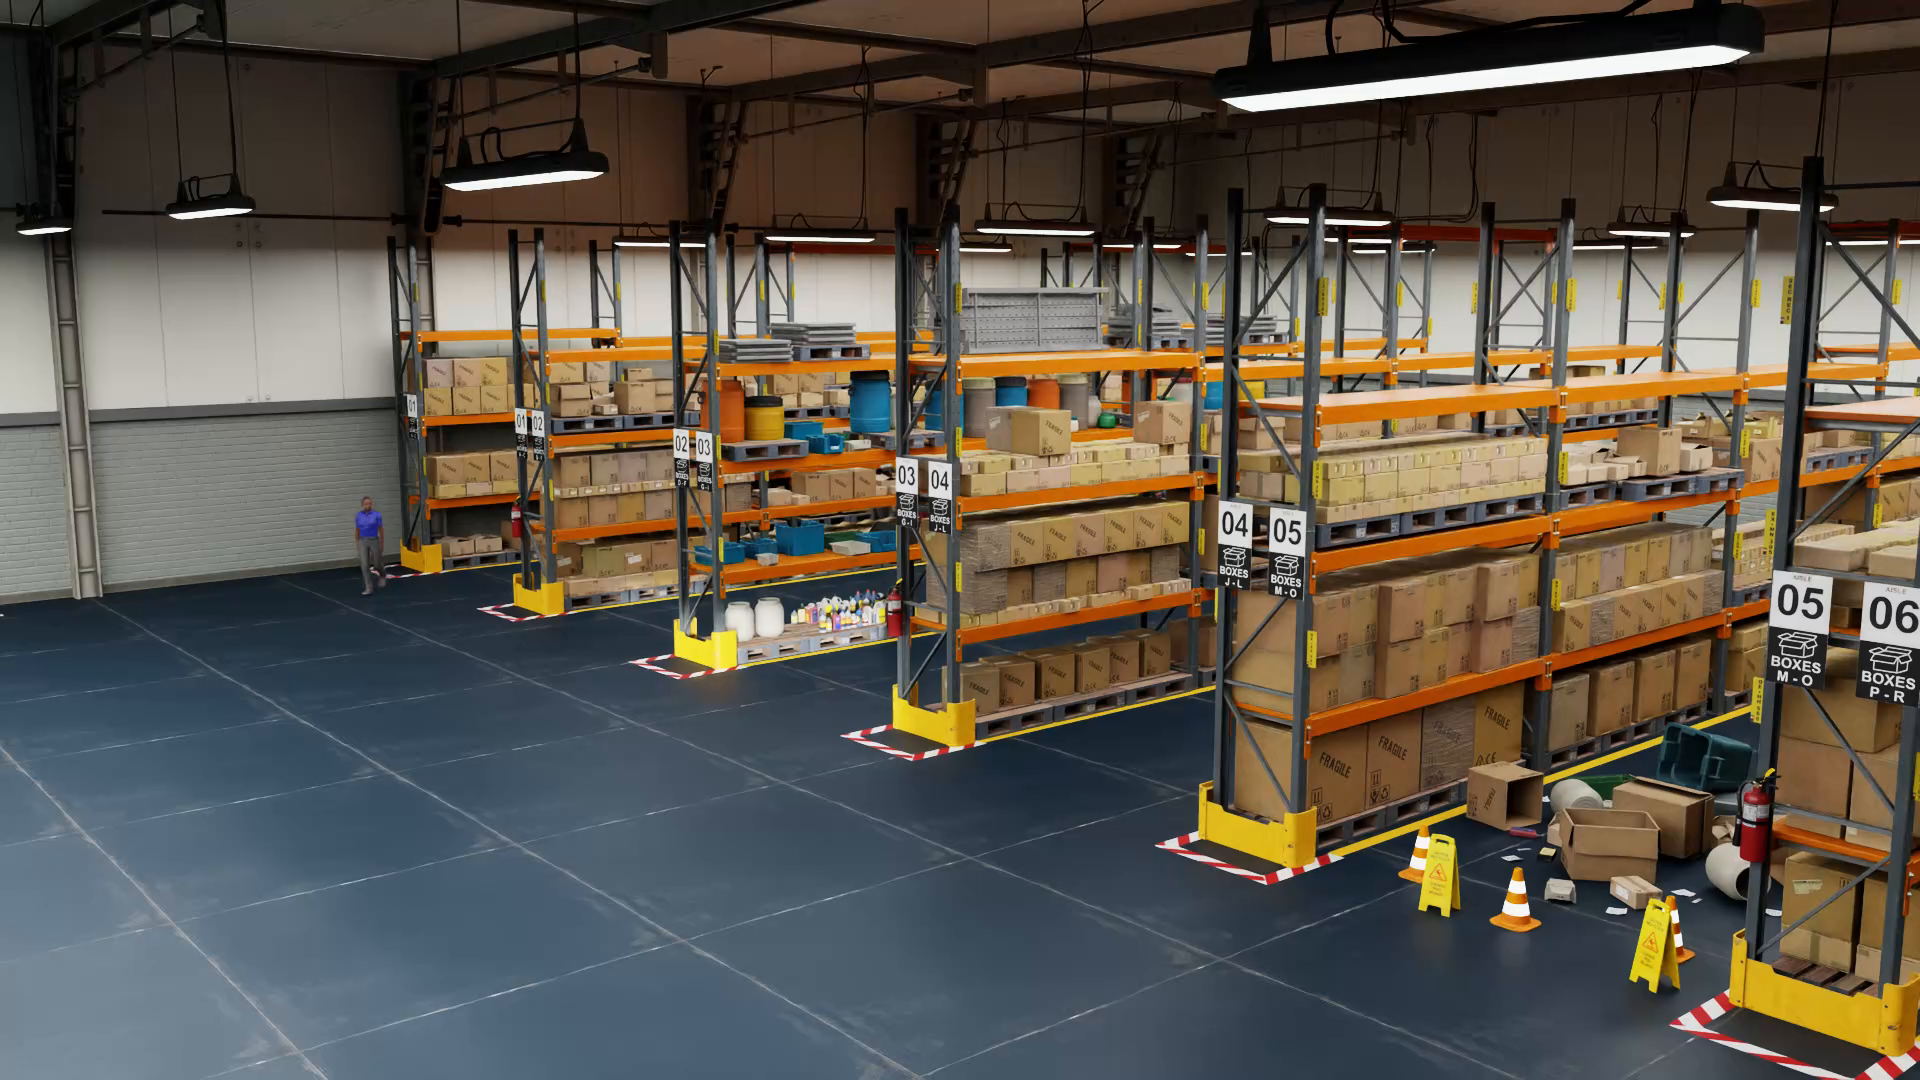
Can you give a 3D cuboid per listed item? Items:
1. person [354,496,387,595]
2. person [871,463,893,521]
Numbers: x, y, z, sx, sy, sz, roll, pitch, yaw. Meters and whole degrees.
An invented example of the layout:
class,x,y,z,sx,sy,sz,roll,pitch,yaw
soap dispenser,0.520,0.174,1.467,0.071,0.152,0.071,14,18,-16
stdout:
class,x,y,z,sx,sy,sz,roll,pitch,yaw
person,-9.877,0.064,27.881,0.445,1.635,0.686,0,9,-1
person,-1.630,-0.680,32.837,0.642,1.645,0.501,-7,11,-37
